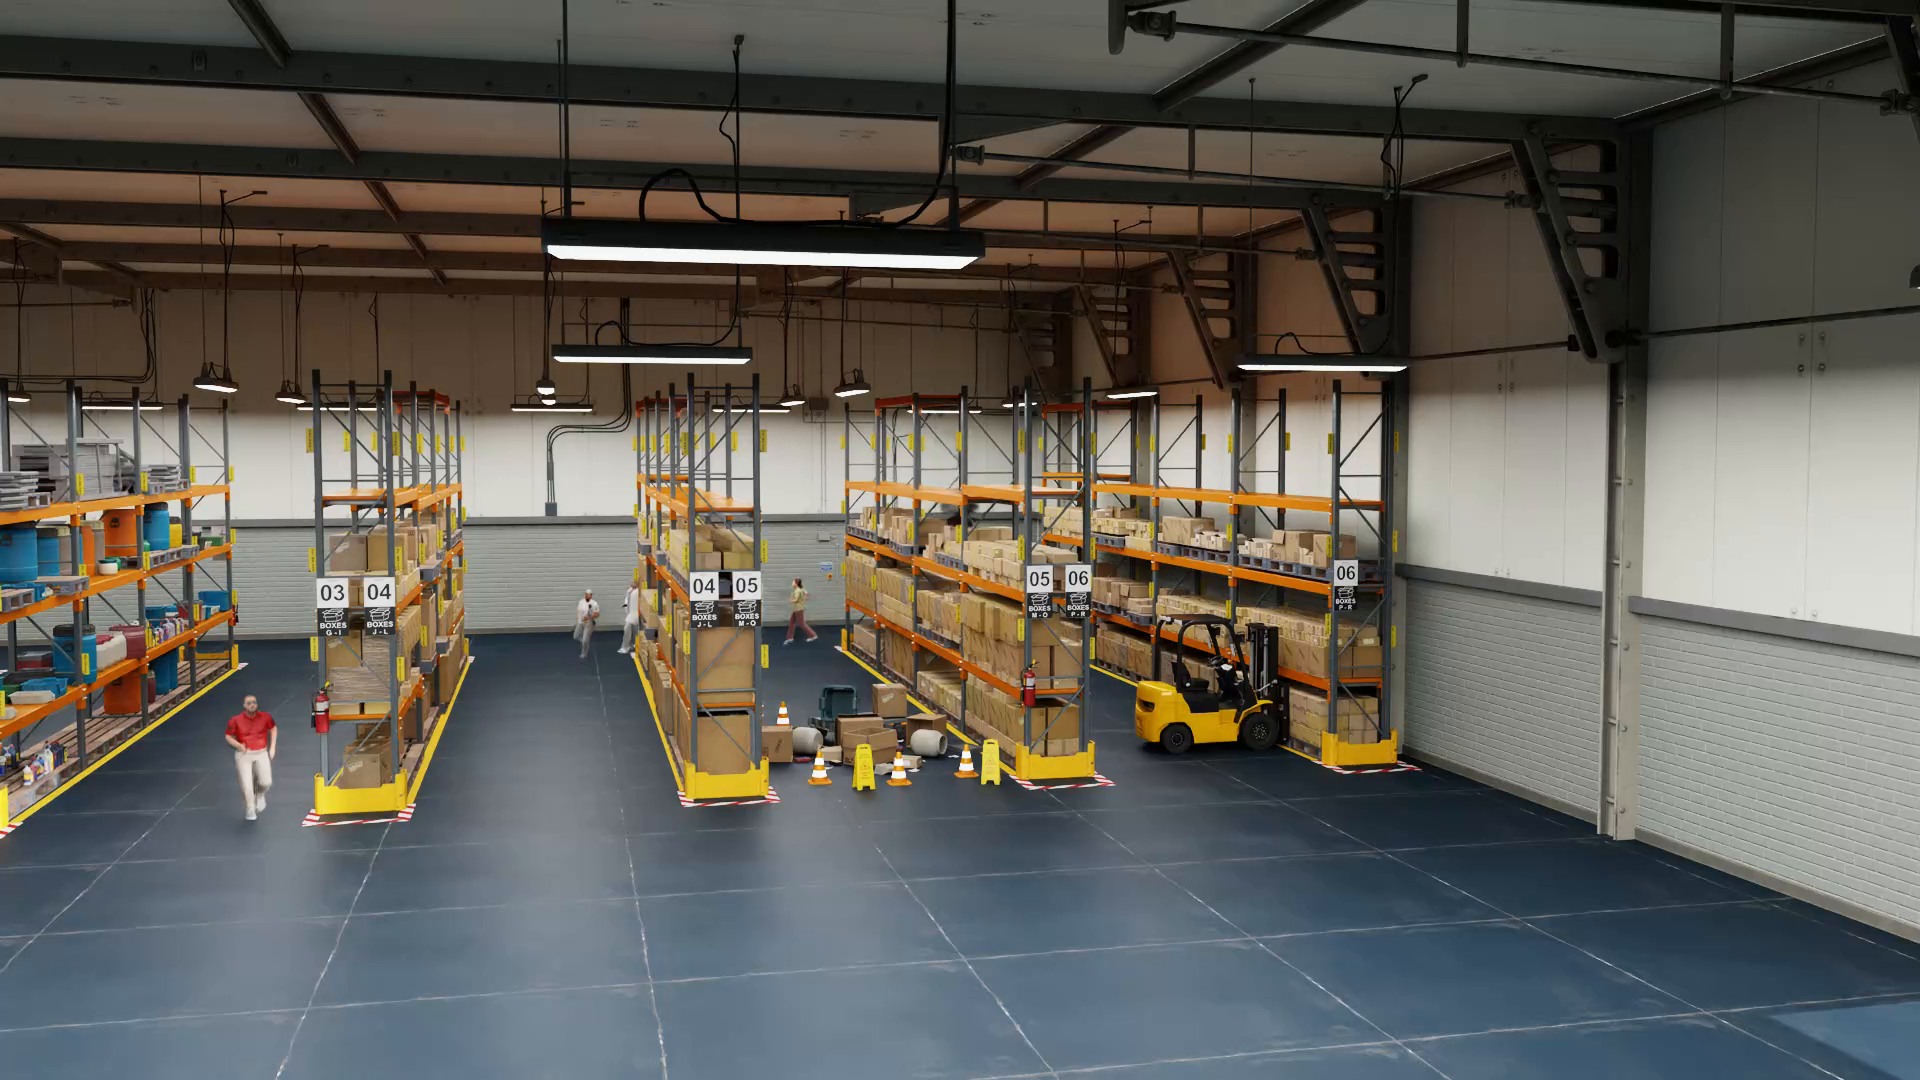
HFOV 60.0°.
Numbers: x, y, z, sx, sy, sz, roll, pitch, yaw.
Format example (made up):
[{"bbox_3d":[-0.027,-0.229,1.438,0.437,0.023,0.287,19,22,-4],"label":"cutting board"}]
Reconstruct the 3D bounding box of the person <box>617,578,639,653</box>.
[{"bbox_3d":[-7.817,1.811,40.011,0.921,1.823,0.766,-3,4,-43],"label":"person"}]

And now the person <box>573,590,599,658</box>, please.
[{"bbox_3d":[-8.762,1.964,39.038,0.633,1.621,0.563,1,3,15],"label":"person"}]

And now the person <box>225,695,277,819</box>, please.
[{"bbox_3d":[-9.404,2.894,22.133,0.666,1.676,0.636,-2,4,-31],"label":"person"}]

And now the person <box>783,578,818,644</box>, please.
[{"bbox_3d":[-4.000,1.788,41.409,0.901,1.699,0.585,0,3,1],"label":"person"}]
